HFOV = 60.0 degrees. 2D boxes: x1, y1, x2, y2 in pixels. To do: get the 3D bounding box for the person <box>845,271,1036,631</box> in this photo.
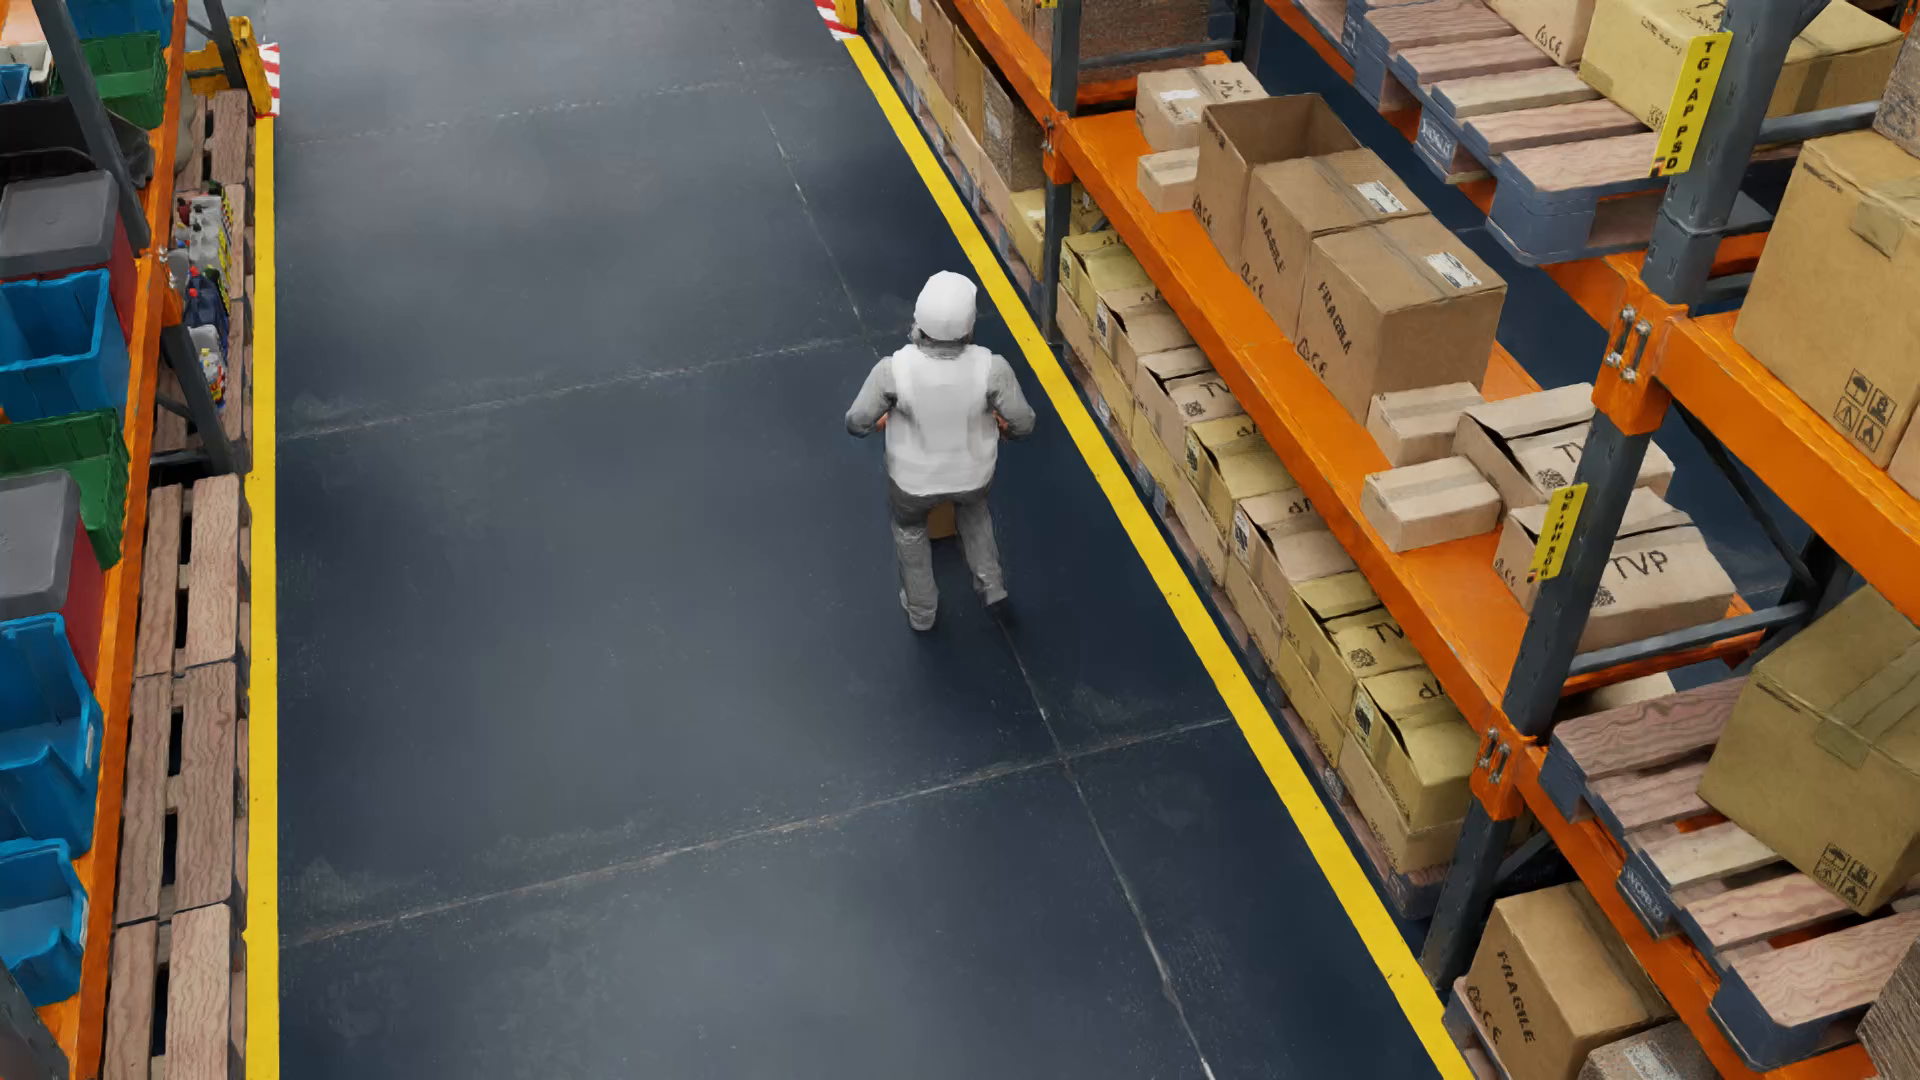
[{"bbox_3d":[-0.096,-0.345,6.539,0.716,1.734,0.503,-8,43,-8],"label":"person"}]
